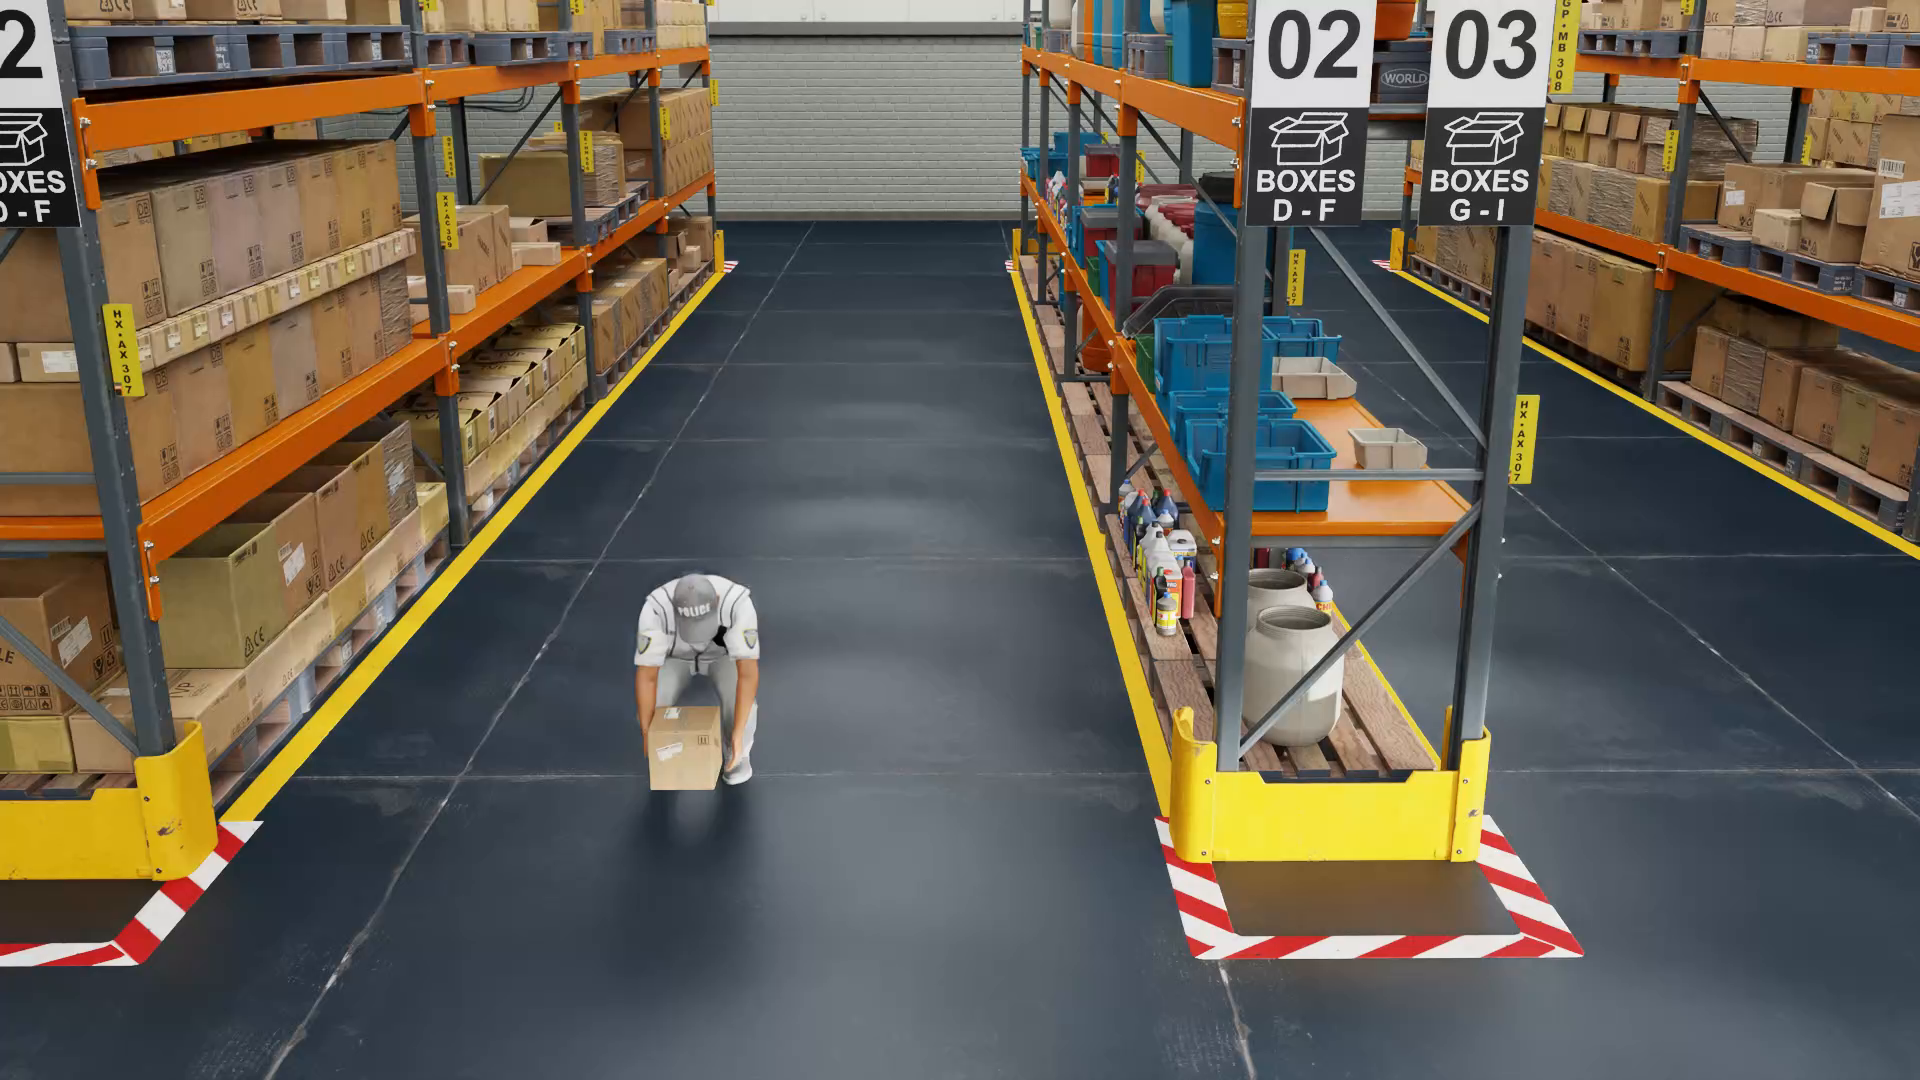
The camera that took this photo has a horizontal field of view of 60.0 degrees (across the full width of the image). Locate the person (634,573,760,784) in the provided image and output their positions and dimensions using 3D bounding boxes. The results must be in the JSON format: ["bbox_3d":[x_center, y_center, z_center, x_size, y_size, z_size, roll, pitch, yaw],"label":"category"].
[{"bbox_3d":[-1.078,0.536,6.916,0.527,1.021,0.836,0,17,-1],"label":"person"}]
